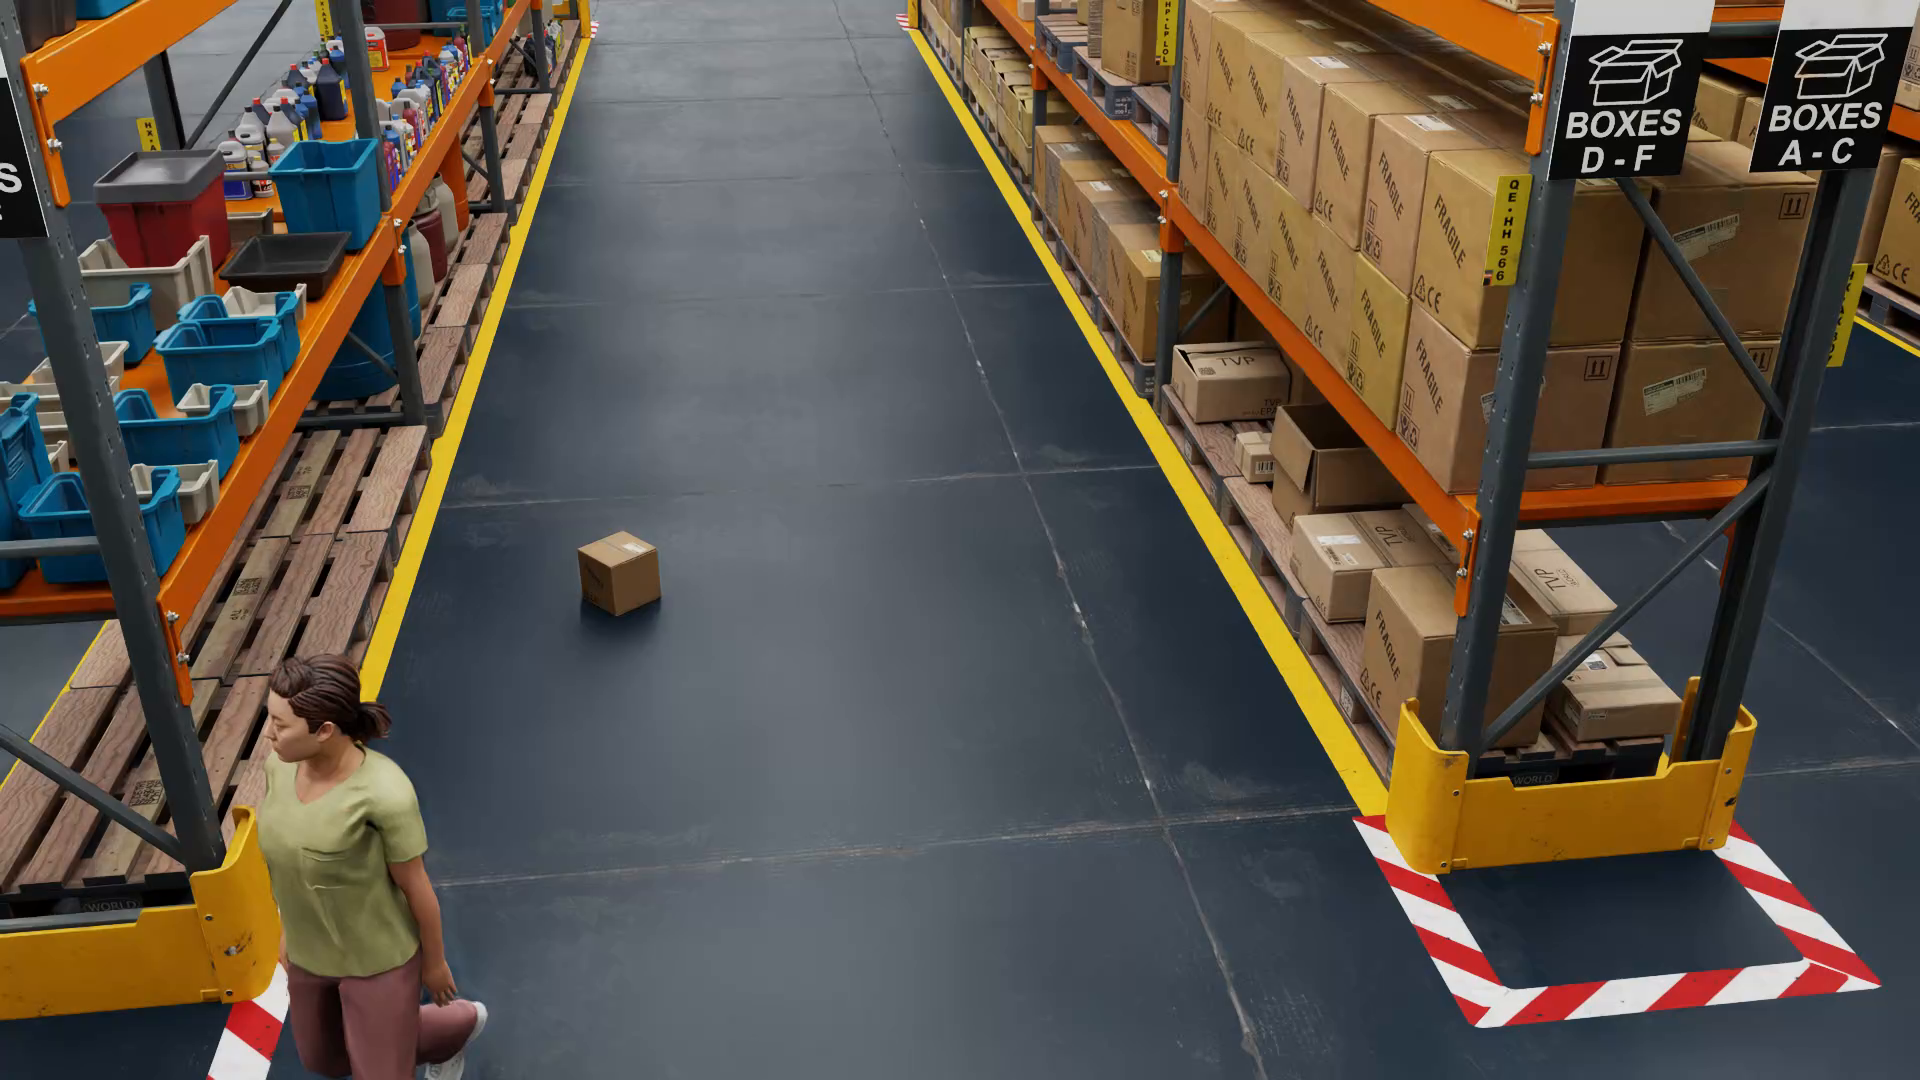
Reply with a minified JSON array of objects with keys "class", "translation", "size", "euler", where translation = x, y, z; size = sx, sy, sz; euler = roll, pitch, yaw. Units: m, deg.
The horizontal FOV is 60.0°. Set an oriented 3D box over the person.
[{"class":"person","translation":[-1.491,1.005,4.155],"size":[0.477,1.645,0.808],"euler":[10,29,19]}]
